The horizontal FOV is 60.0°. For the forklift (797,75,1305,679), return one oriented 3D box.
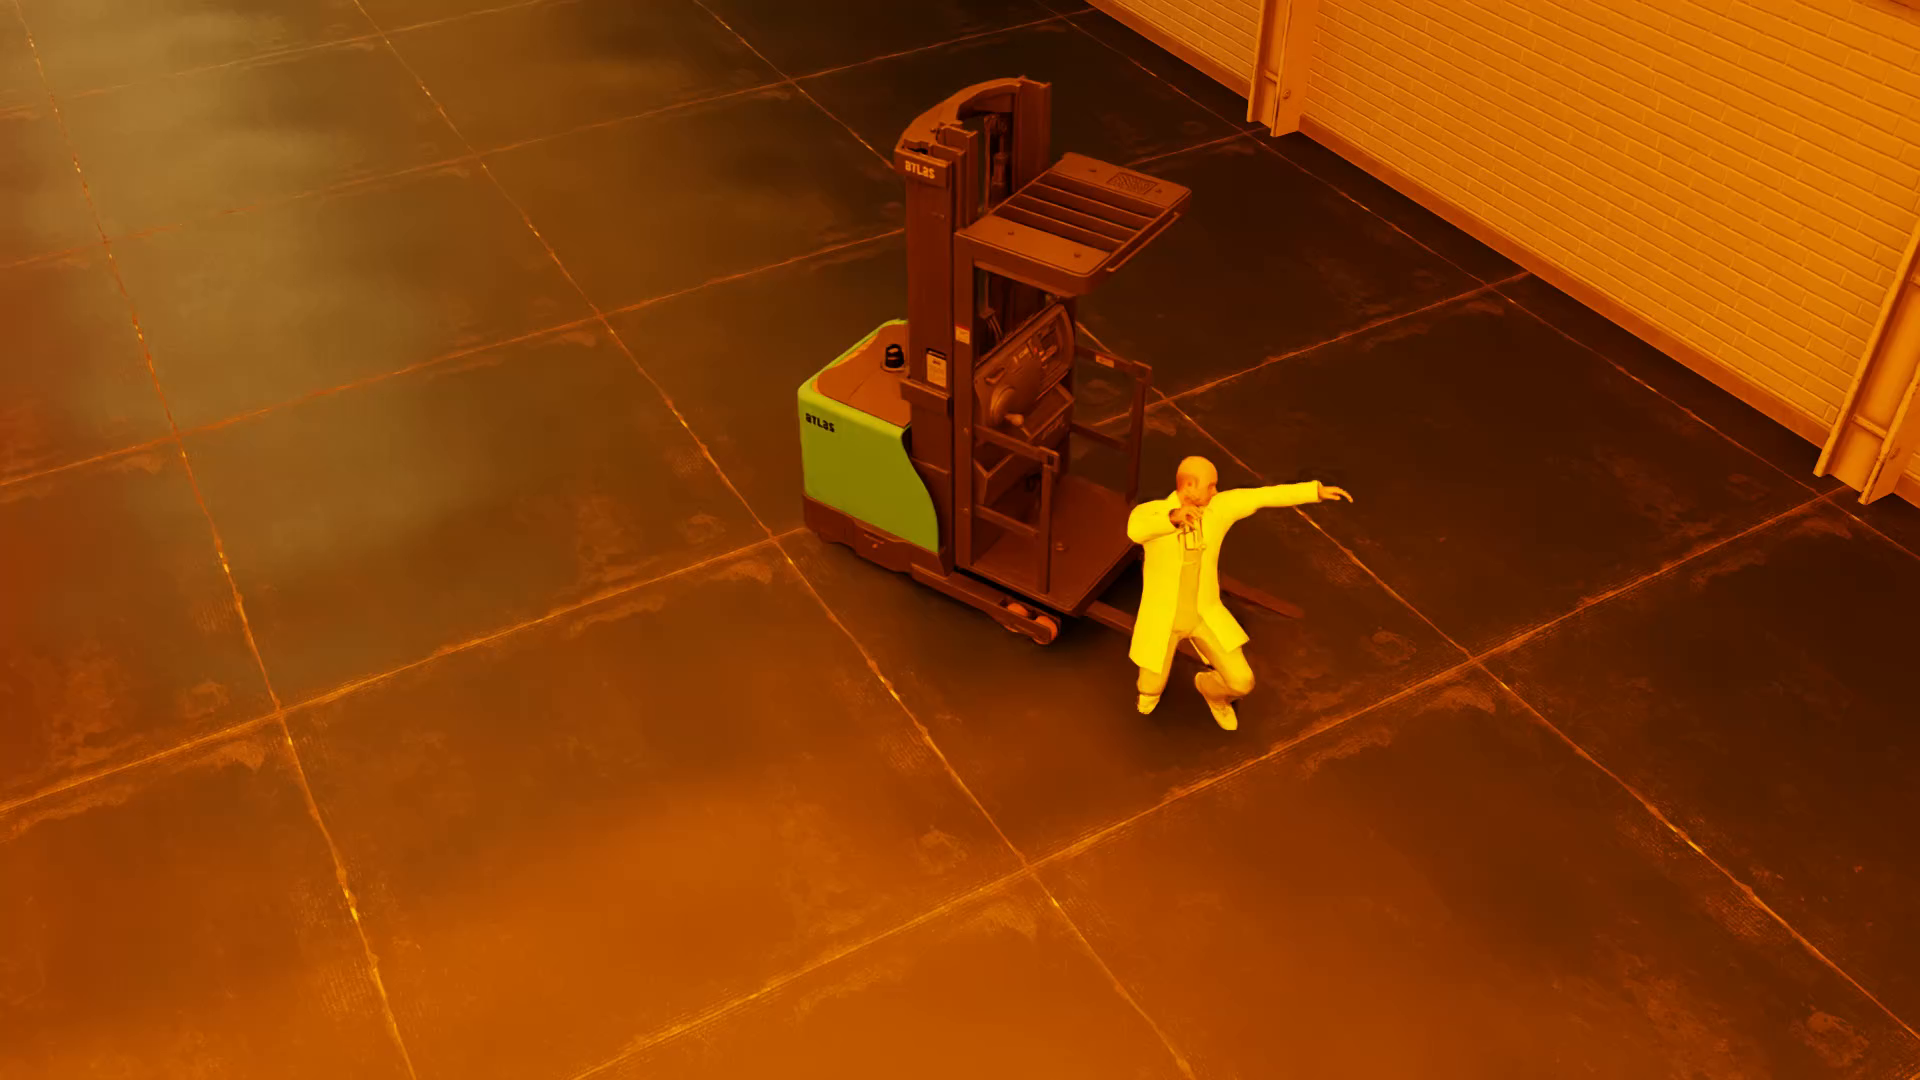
[{"bbox_3d":[0.531,-0.911,9.135,3.031,2.935,1.130,24,45,26],"label":"forklift"}]

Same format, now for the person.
[{"bbox_3d":[1.408,0.319,8.679,1.167,1.686,0.756,-4,40,-5],"label":"person"}]
